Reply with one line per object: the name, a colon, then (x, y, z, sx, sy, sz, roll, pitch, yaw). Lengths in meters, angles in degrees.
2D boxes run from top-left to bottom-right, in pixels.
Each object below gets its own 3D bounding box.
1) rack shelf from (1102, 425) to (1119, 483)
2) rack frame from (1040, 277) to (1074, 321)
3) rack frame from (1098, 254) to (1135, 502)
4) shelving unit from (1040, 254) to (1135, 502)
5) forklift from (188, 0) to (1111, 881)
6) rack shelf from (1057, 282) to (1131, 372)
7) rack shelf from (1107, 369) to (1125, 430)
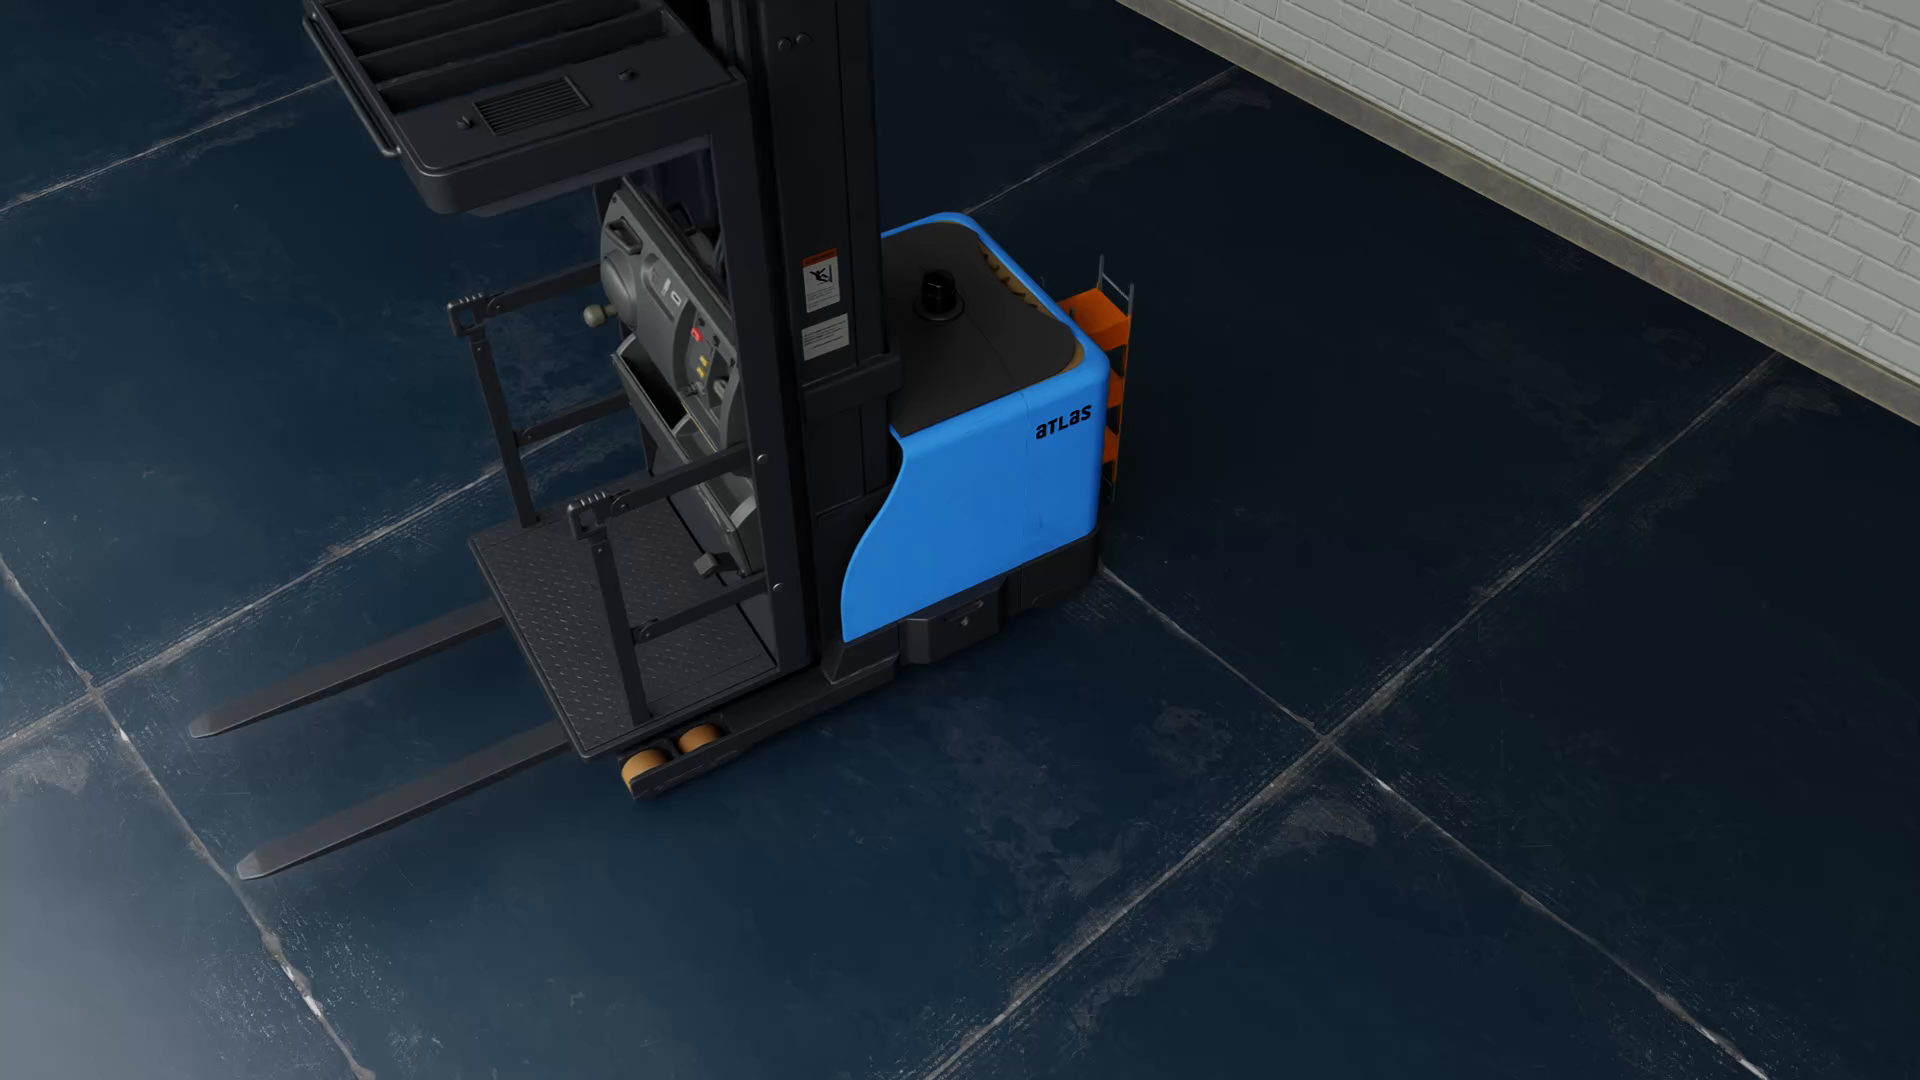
rack shelf: (0.431, -0.324, 6.227, 0.240, 0.259, 0.215, -23, 52, -20)
rack frame: (0.326, -0.474, 5.973, 0.008, 1.050, 0.200, -23, 52, -20)
rack frame: (0.536, -0.565, 6.057, 0.008, 1.050, 0.200, -23, 52, -20)
shelving unit: (0.431, -0.519, 6.015, 0.252, 1.050, 0.215, -23, 52, -20)
forklift: (-1.030, -0.595, 4.805, 3.031, 2.935, 1.130, -23, 52, -20)
rack shelf: (0.431, -0.705, 5.814, 0.240, 0.259, 0.215, -23, 52, -20)
rack shelf: (0.431, -0.512, 6.023, 0.240, 0.259, 0.215, -23, 52, -20)
